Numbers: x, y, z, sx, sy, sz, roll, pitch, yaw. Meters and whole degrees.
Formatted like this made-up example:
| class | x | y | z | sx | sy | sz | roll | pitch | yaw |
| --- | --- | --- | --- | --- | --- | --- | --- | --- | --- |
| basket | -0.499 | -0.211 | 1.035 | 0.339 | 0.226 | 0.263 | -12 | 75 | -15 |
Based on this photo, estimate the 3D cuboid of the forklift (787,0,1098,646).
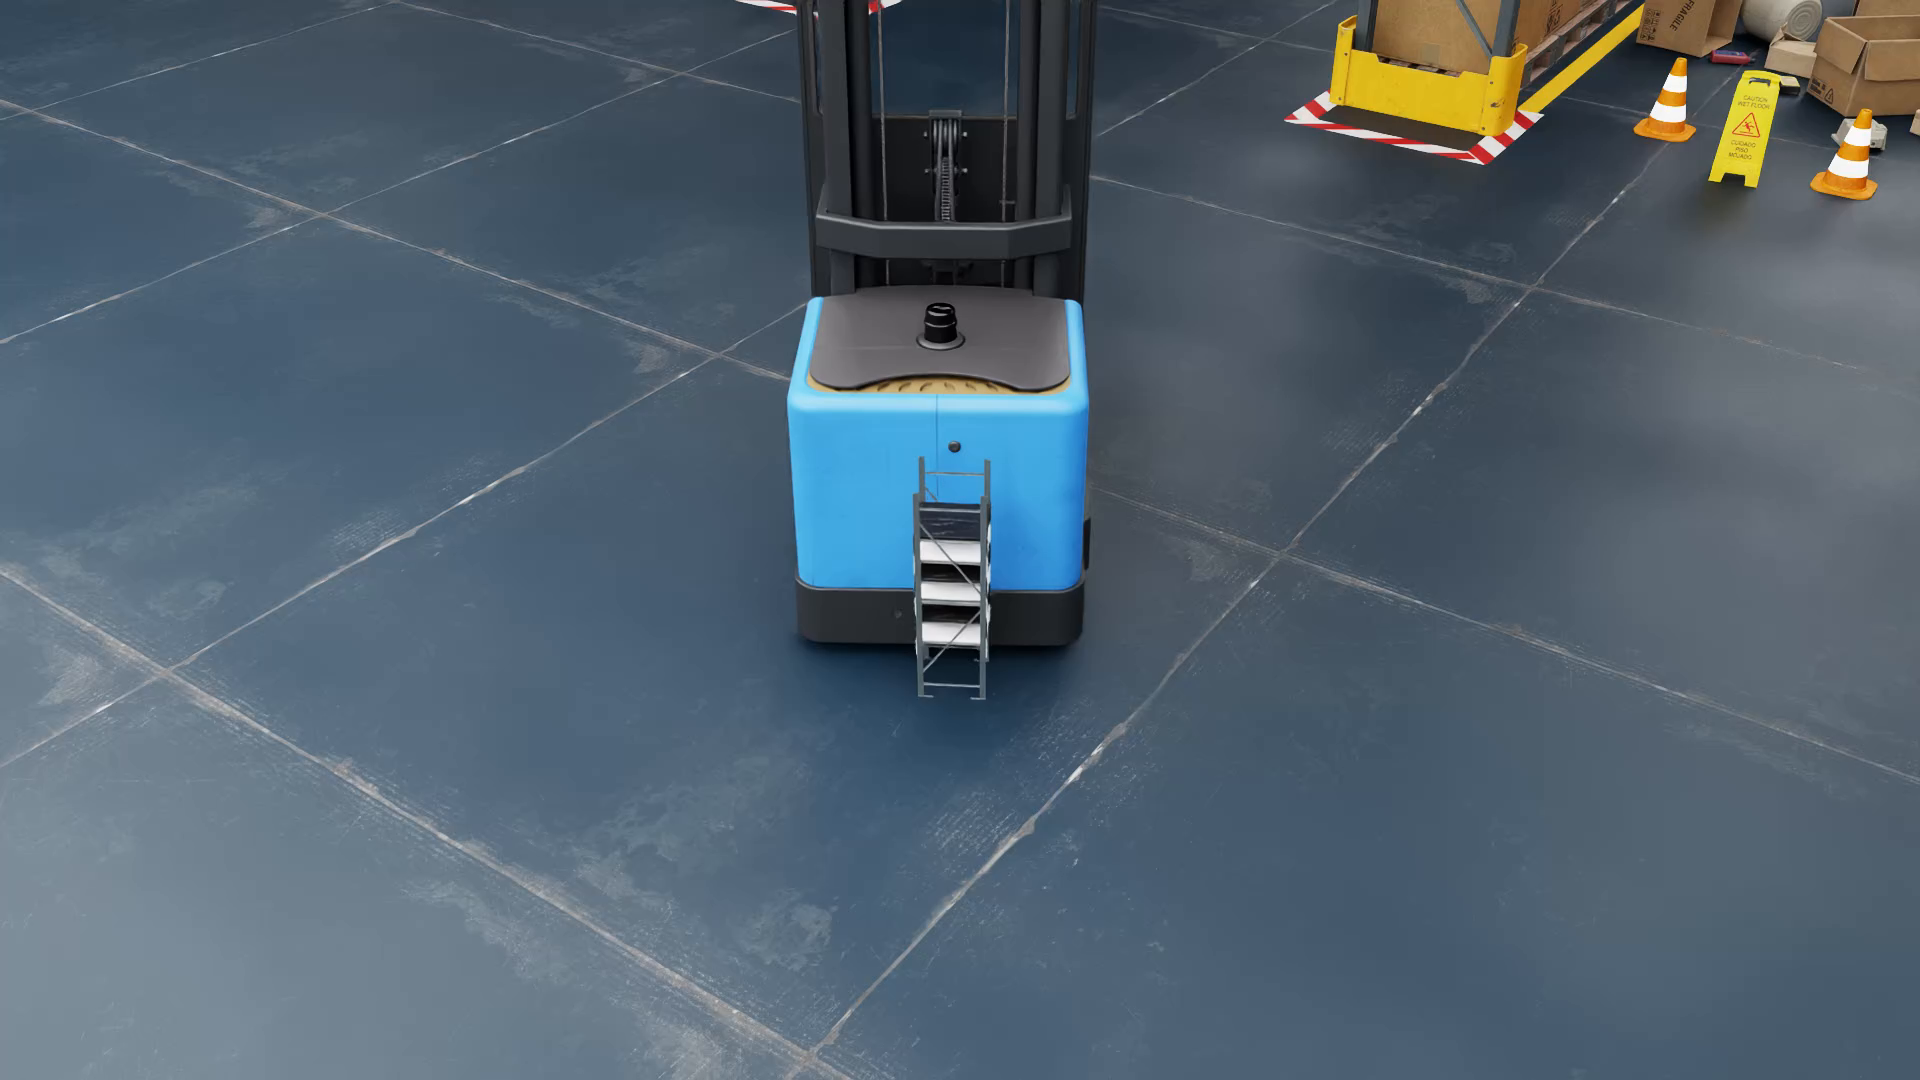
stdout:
| class | x | y | z | sx | sy | sz | roll | pitch | yaw |
| --- | --- | --- | --- | --- | --- | --- | --- | --- | --- |
| forklift | -0.042 | -1.622 | 6.532 | 1.130 | 2.935 | 3.031 | 1 | 34 | 1 |

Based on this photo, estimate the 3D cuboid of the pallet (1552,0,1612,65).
| class | x | y | z | sx | sy | sz | roll | pitch | yaw |
| --- | --- | --- | --- | --- | --- | --- | --- | --- | --- |
| pallet | 4.112 | -3.856 | 12.264 | 1.003 | 0.211 | 1.213 | 21 | 39 | 28 |

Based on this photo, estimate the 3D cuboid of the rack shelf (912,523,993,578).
| class | x | y | z | sx | sy | sz | roll | pitch | yaw |
| --- | --- | --- | --- | --- | --- | --- | --- | --- | --- |
| rack shelf | -0.025 | 0.030 | 5.630 | 0.258 | 0.077 | 0.200 | 2 | 38 | 3 |

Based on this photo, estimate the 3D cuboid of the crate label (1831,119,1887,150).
| class | x | y | z | sx | sy | sz | roll | pitch | yaw |
| --- | --- | --- | --- | --- | --- | --- | --- | --- | --- |
| crate label | 5.625 | -2.528 | 10.367 | 0.250 | 0.136 | 0.298 | 3 | 34 | 4 |

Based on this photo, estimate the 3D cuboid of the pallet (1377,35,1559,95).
| class | x | y | z | sx | sy | sz | roll | pitch | yaw |
| --- | --- | --- | --- | --- | --- | --- | --- | --- | --- |
| pallet | 3.416 | -3.297 | 11.437 | 1.003 | 0.211 | 1.213 | 21 | 39 | 28 |

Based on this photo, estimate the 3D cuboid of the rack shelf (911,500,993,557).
| class | x | y | z | sx | sy | sz | roll | pitch | yaw |
| --- | --- | --- | --- | --- | --- | --- | --- | --- | --- |
| rack shelf | -0.025 | -0.041 | 5.574 | 0.258 | 0.077 | 0.200 | 2 | 38 | 3 |

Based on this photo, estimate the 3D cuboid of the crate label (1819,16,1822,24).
| class | x | y | z | sx | sy | sz | roll | pitch | yaw |
| --- | --- | --- | --- | --- | --- | --- | --- | --- | --- |
| crate label | 6.240 | -3.895 | 12.387 | 0.298 | 0.136 | 0.250 | -3 | 34 | -4 |

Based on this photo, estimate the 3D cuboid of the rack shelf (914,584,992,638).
| class | x | y | z | sx | sy | sz | roll | pitch | yaw |
| --- | --- | --- | --- | --- | --- | --- | --- | --- | --- |
| rack shelf | -0.023 | 0.243 | 5.796 | 0.258 | 0.077 | 0.200 | 2 | 38 | 3 |

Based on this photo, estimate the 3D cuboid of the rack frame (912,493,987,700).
| class | x | y | z | sx | sy | sz | roll | pitch | yaw |
| --- | --- | --- | --- | --- | --- | --- | --- | --- | --- |
| rack frame | -0.031 | 0.208 | 5.640 | 0.240 | 0.900 | 0.006 | 2 | 38 | 3 |

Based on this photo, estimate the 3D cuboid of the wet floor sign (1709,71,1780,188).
| class | x | y | z | sx | sy | sz | roll | pitch | yaw |
| --- | --- | --- | --- | --- | --- | --- | --- | --- | --- |
| wet floor sign | 4.634 | -2.438 | 9.779 | 0.267 | 0.644 | 0.232 | 14 | 37 | 20 |

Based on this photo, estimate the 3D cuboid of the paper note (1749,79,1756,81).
| class | x | y | z | sx | sy | sz | roll | pitch | yaw |
| --- | --- | --- | --- | --- | --- | --- | --- | --- | --- |
| paper note | 5.405 | -3.151 | 11.400 | 0.123 | 0.001 | 0.032 | -15 | 37 | -21 |

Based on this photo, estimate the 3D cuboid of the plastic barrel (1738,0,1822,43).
| class | x | y | z | sx | sy | sz | roll | pitch | yaw |
| --- | --- | --- | --- | --- | --- | --- | --- | --- | --- |
| plastic barrel | 5.918 | -3.821 | 12.022 | 0.421 | 0.421 | 0.512 | -9 | 35 | -13 |

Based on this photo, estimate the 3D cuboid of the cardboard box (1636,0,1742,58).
| class | x | y | z | sx | sy | sz | roll | pitch | yaw |
| --- | --- | --- | --- | --- | --- | --- | --- | --- | --- |
| cardboard box | 5.263 | -3.823 | 11.955 | 0.500 | 0.500 | 0.500 | 29 | 44 | 36 |

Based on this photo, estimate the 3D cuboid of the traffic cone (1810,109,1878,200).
| class | x | y | z | sx | sy | sz | roll | pitch | yaw |
| --- | --- | --- | --- | --- | --- | --- | --- | --- | --- |
| traffic cone | 5.228 | -2.282 | 9.711 | 0.336 | 0.463 | 0.334 | 21 | 39 | 28 |

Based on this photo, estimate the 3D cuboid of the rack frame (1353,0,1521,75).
| class | x | y | z | sx | sy | sz | roll | pitch | yaw |
| --- | --- | --- | --- | --- | --- | --- | --- | --- | --- |
| rack frame | 3.024 | -4.059 | 10.075 | 1.000 | 3.000 | 0.127 | 21 | 39 | 28 |

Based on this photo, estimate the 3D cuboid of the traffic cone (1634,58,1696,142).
| class | x | y | z | sx | sy | sz | roll | pitch | yaw |
| --- | --- | --- | --- | --- | --- | --- | --- | --- | --- |
| traffic cone | 4.494 | -2.799 | 10.476 | 0.336 | 0.463 | 0.334 | 21 | 39 | 28 |

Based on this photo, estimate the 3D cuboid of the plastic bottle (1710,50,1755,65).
| class | x | y | z | sx | sy | sz | roll | pitch | yaw |
| --- | --- | --- | --- | --- | --- | --- | --- | --- | --- |
| plastic bottle | 5.447 | -3.400 | 11.723 | 0.283 | 0.061 | 0.133 | 8 | 35 | 12 |

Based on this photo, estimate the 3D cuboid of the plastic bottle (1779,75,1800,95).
| class | x | y | z | sx | sy | sz | roll | pitch | yaw |
| --- | --- | --- | --- | --- | --- | --- | --- | --- | --- |
| plastic bottle | 5.599 | -3.091 | 11.267 | 0.133 | 0.061 | 0.283 | 8 | 35 | 12 |

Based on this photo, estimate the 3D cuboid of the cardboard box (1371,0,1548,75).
| class | x | y | z | sx | sy | sz | roll | pitch | yaw |
| --- | --- | --- | --- | --- | --- | --- | --- | --- | --- |
| cardboard box | 3.357 | -3.686 | 11.045 | 0.875 | 0.875 | 0.875 | 21 | 40 | 28 |

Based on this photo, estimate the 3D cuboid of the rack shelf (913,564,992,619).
| class | x | y | z | sx | sy | sz | roll | pitch | yaw |
| --- | --- | --- | --- | --- | --- | --- | --- | --- | --- |
| rack shelf | -0.024 | 0.172 | 5.741 | 0.258 | 0.077 | 0.200 | 2 | 38 | 3 |

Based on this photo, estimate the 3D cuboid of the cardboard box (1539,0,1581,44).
| class | x | y | z | sx | sy | sz | roll | pitch | yaw |
| --- | --- | --- | --- | --- | --- | --- | --- | --- | --- |
| cardboard box | 3.857 | -4.092 | 11.645 | 0.875 | 0.875 | 0.875 | 21 | 39 | 27 |

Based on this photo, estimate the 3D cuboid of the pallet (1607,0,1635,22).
| class | x | y | z | sx | sy | sz | roll | pitch | yaw |
| --- | --- | --- | --- | --- | --- | --- | --- | --- | --- |
| pallet | 4.807 | -4.420 | 13.098 | 1.003 | 0.211 | 1.213 | 21 | 39 | 28 |

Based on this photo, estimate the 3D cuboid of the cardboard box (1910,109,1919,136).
| class | x | y | z | sx | sy | sz | roll | pitch | yaw |
| --- | --- | --- | --- | --- | --- | --- | --- | --- | --- |
| cardboard box | 6.236 | -2.592 | 10.450 | 0.250 | 0.149 | 0.380 | -15 | 37 | -21 |

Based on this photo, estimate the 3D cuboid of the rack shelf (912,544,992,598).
| class | x | y | z | sx | sy | sz | roll | pitch | yaw |
| --- | --- | --- | --- | --- | --- | --- | --- | --- | --- |
| rack shelf | -0.024 | 0.101 | 5.685 | 0.258 | 0.077 | 0.200 | 2 | 38 | 3 |

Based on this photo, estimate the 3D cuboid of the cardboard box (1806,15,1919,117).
| class | x | y | z | sx | sy | sz | roll | pitch | yaw |
| --- | --- | --- | --- | --- | --- | --- | --- | --- | --- |
| cardboard box | 6.070 | -3.108 | 10.896 | 0.797 | 0.503 | 0.637 | -3 | 34 | -4 |

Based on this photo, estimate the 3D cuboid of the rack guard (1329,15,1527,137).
| class | x | y | z | sx | sy | sz | roll | pitch | yaw |
| --- | --- | --- | --- | --- | --- | --- | --- | --- | --- |
| rack guard | 3.011 | -3.013 | 10.759 | 1.175 | 0.500 | 0.348 | 21 | 39 | 28 |

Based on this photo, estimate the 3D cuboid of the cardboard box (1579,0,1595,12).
| class | x | y | z | sx | sy | sz | roll | pitch | yaw |
| --- | --- | --- | --- | --- | --- | --- | --- | --- | --- |
| cardboard box | 4.378 | -4.511 | 12.264 | 0.875 | 0.875 | 0.875 | 22 | 40 | 29 |

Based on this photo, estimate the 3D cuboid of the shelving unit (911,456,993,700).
| class | x | y | z | sx | sy | sz | roll | pitch | yaw |
| --- | --- | --- | --- | --- | --- | --- | --- | --- | --- |
| shelving unit | -0.024 | 0.145 | 5.720 | 0.258 | 0.900 | 0.210 | 2 | 38 | 3 |

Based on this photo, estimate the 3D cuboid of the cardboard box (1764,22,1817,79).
| class | x | y | z | sx | sy | sz | roll | pitch | yaw |
| --- | --- | --- | --- | --- | --- | --- | --- | --- | --- |
| cardboard box | 5.838 | -3.388 | 11.523 | 0.396 | 0.266 | 0.258 | 29 | 44 | 36 |

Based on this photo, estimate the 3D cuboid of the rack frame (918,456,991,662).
| class | x | y | z | sx | sy | sz | roll | pitch | yaw |
| --- | --- | --- | --- | --- | --- | --- | --- | --- | --- |
| rack frame | -0.016 | 0.083 | 5.800 | 0.240 | 0.900 | 0.006 | 2 | 38 | 3 |

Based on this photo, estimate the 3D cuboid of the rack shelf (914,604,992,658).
| class | x | y | z | sx | sy | sz | roll | pitch | yaw |
| --- | --- | --- | --- | --- | --- | --- | --- | --- | --- |
| rack shelf | -0.023 | 0.313 | 5.852 | 0.258 | 0.077 | 0.200 | 2 | 38 | 3 |

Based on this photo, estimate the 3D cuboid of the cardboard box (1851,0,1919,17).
| class | x | y | z | sx | sy | sz | roll | pitch | yaw |
| --- | --- | --- | --- | --- | --- | --- | --- | --- | --- |
| cardboard box | 6.596 | -3.597 | 11.498 | 0.797 | 0.637 | 0.503 | 21 | 39 | 28 |
